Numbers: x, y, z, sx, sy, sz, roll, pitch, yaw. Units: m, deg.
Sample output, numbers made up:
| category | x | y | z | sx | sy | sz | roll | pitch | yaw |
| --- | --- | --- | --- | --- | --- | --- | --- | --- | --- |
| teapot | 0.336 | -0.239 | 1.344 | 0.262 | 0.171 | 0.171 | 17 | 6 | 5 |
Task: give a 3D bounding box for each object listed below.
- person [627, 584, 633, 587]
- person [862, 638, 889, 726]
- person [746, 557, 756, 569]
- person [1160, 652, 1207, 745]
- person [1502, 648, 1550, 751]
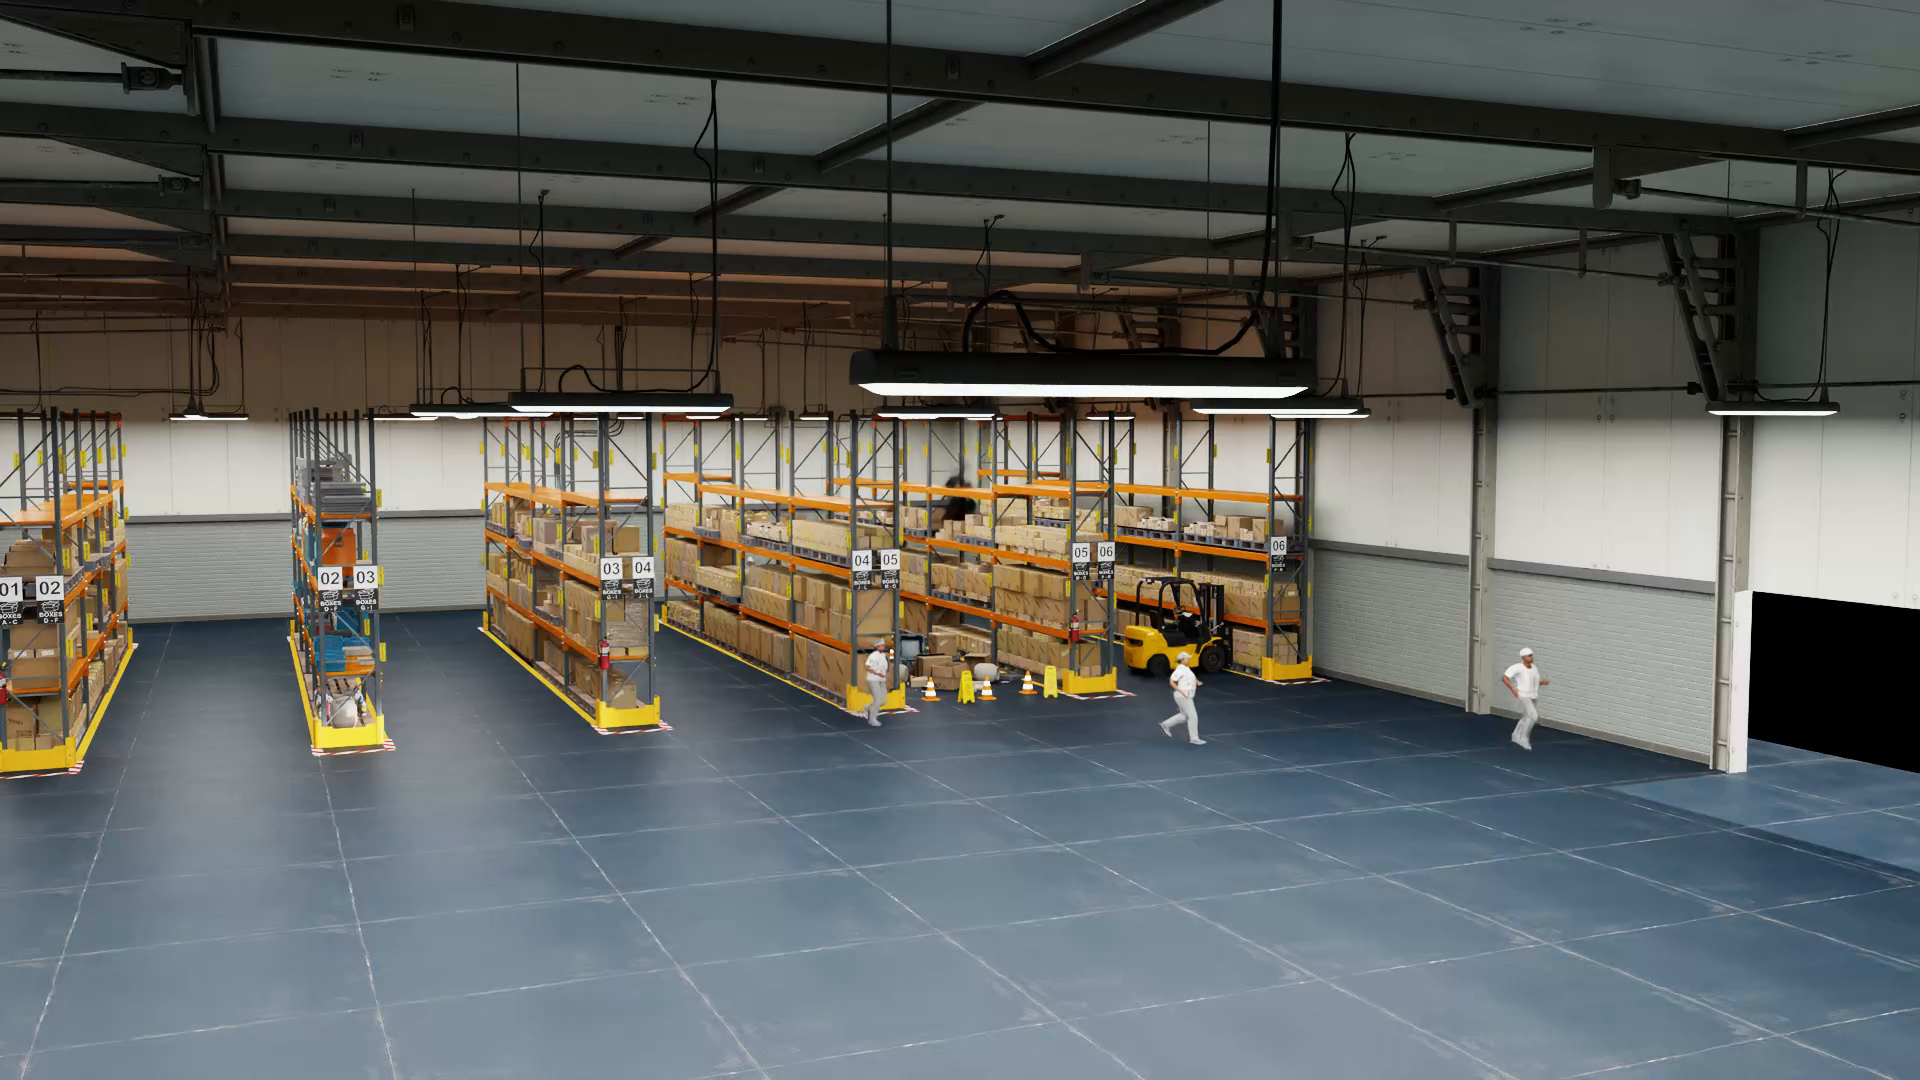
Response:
| category | x | y | z | sx | sy | sz | roll | pitch | yaw |
| --- | --- | --- | --- | --- | --- | --- | --- | --- | --- |
| person | -9.612 | 1.536 | 48.034 | 0.766 | 1.700 | 0.612 | 1 | 4 | 18 |
| person | -1.586 | 2.689 | 31.748 | 0.609 | 1.651 | 0.605 | 3 | 5 | 34 |
| person | -6.045 | 1.364 | 50.337 | 0.999 | 1.725 | 0.694 | -3 | 5 | -34 |
| person | 3.988 | 2.813 | 29.729 | 0.878 | 1.639 | 0.618 | 1 | 4 | 19 |
| person | 9.986 | 2.801 | 29.231 | 0.674 | 1.809 | 0.696 | -3 | 5 | -35 |
